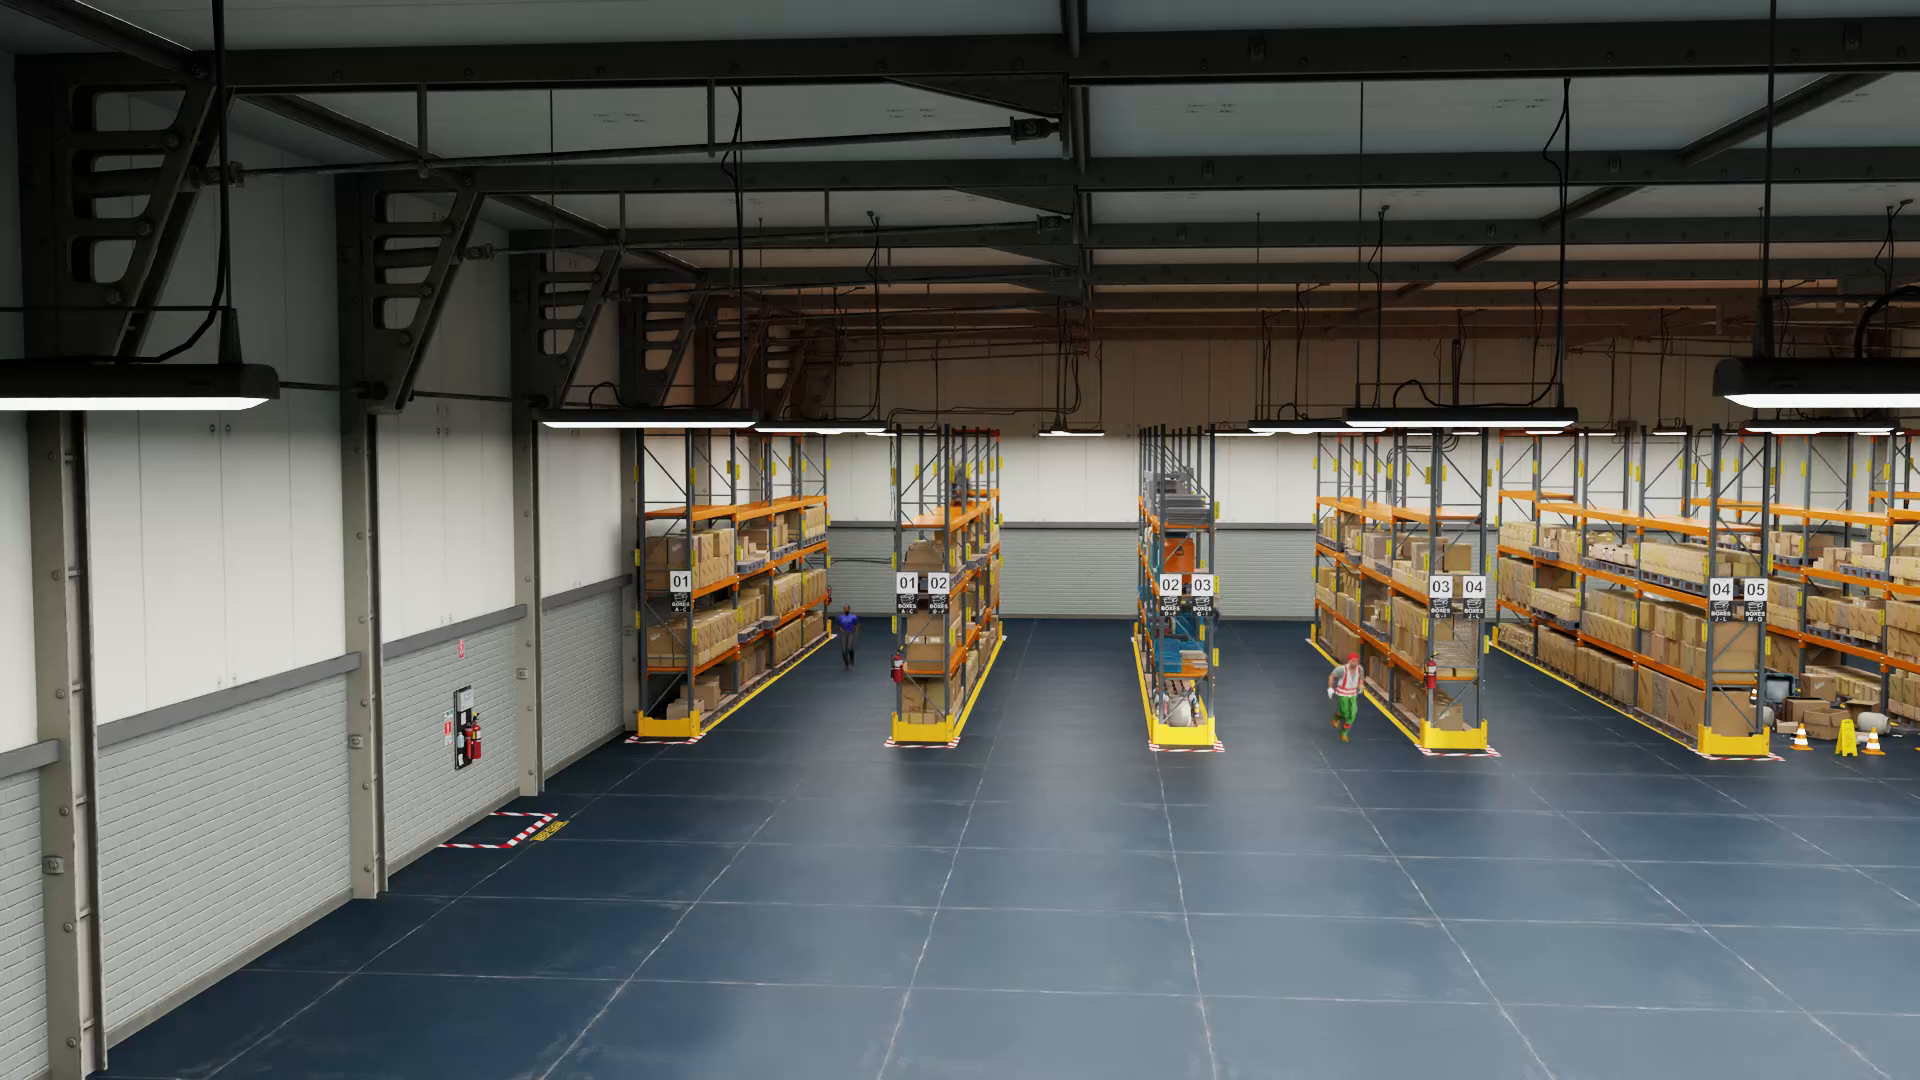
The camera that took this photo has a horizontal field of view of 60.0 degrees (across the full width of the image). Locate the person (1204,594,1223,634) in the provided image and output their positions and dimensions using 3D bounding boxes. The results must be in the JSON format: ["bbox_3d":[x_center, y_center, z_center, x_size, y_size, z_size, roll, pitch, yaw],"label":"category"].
[{"bbox_3d":[7.327,1.952,48.873,0.825,1.616,0.550,1,4,23],"label":"person"}]

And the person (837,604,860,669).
[{"bbox_3d":[-2.790,2.404,41.242,0.561,1.618,0.562,0,3,4],"label":"person"}]

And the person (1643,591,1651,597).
[{"bbox_3d":[19.467,2.042,47.153,0.599,1.670,0.626,0,4,8],"label":"person"}]

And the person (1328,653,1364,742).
[{"bbox_3d":[7.331,2.964,31.563,0.654,1.712,0.774,-1,4,-20],"label":"person"}]
